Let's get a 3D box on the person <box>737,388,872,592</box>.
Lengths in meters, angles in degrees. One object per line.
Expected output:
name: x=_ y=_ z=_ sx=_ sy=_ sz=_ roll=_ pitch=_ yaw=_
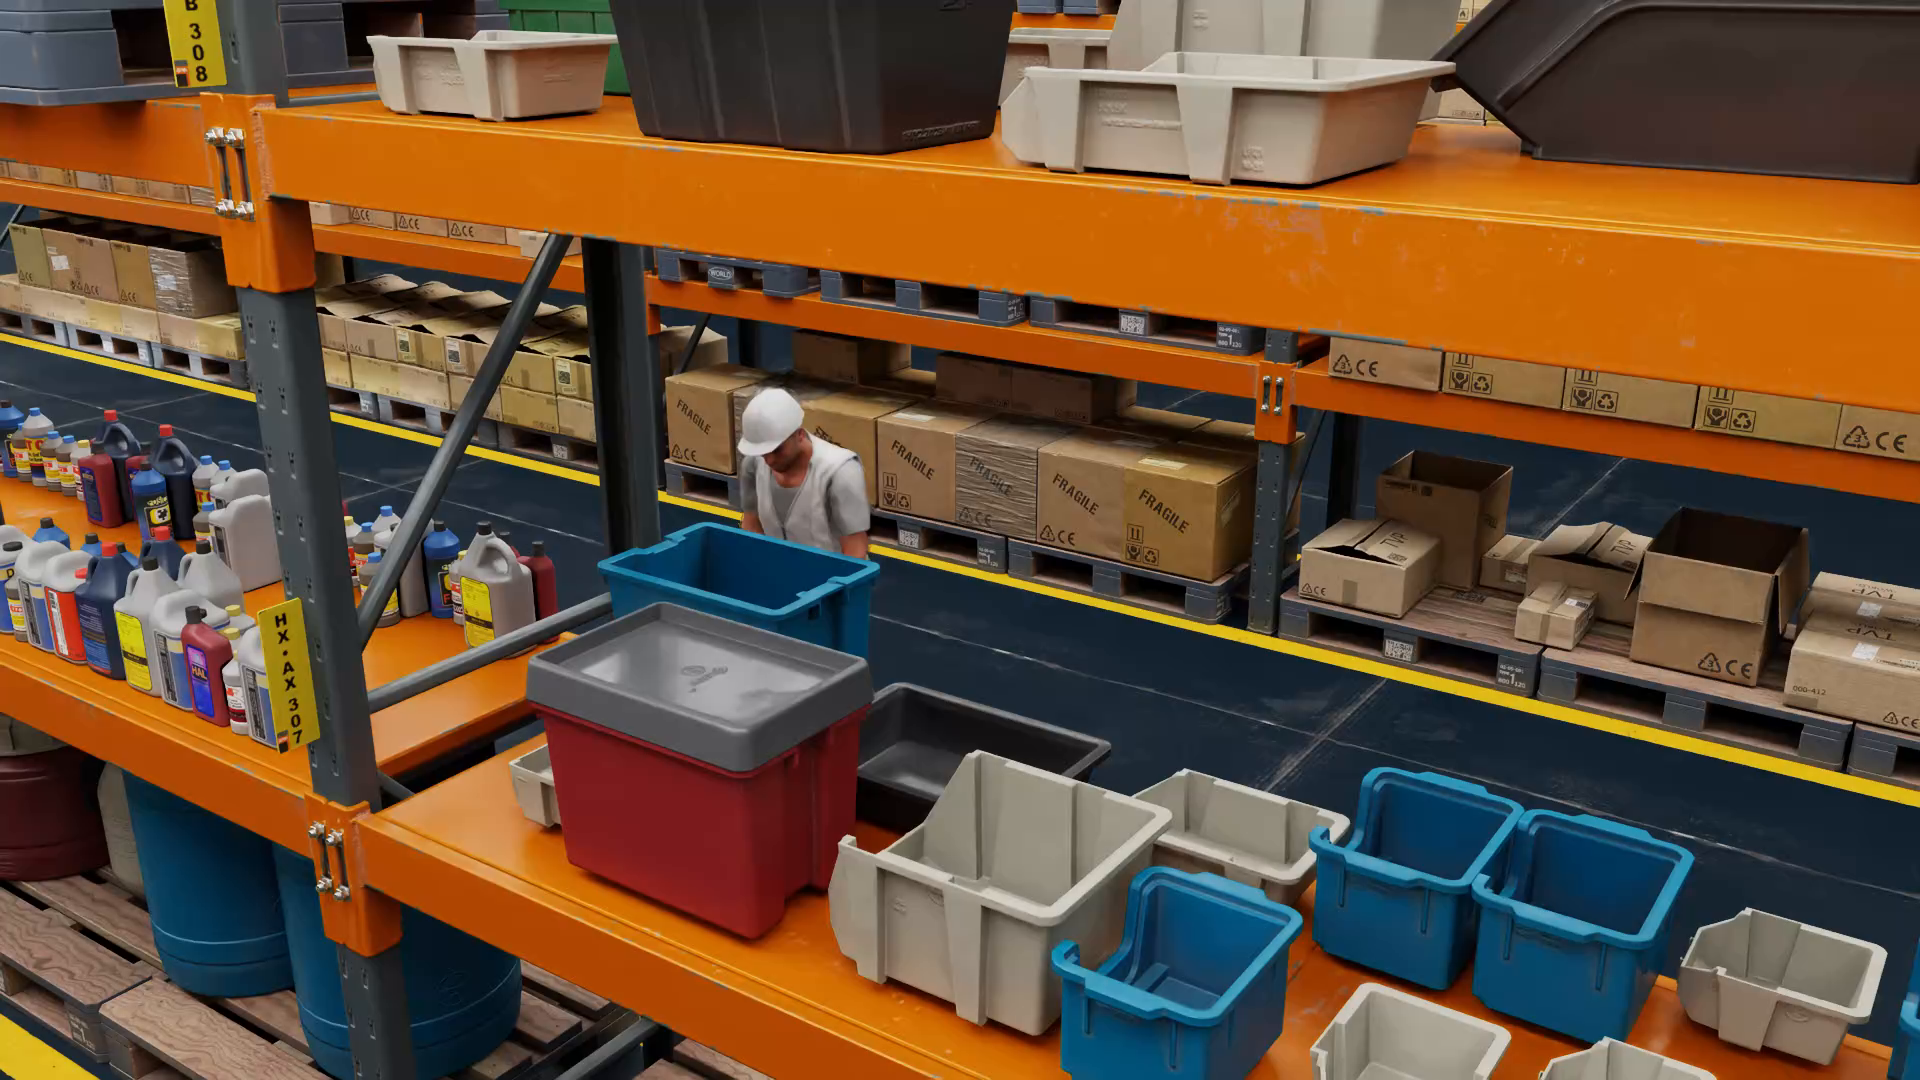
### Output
person: x=-0.568 y=0.232 z=6.070 sx=0.560 sy=1.666 sz=0.558 roll=13 pitch=24 yaw=33
